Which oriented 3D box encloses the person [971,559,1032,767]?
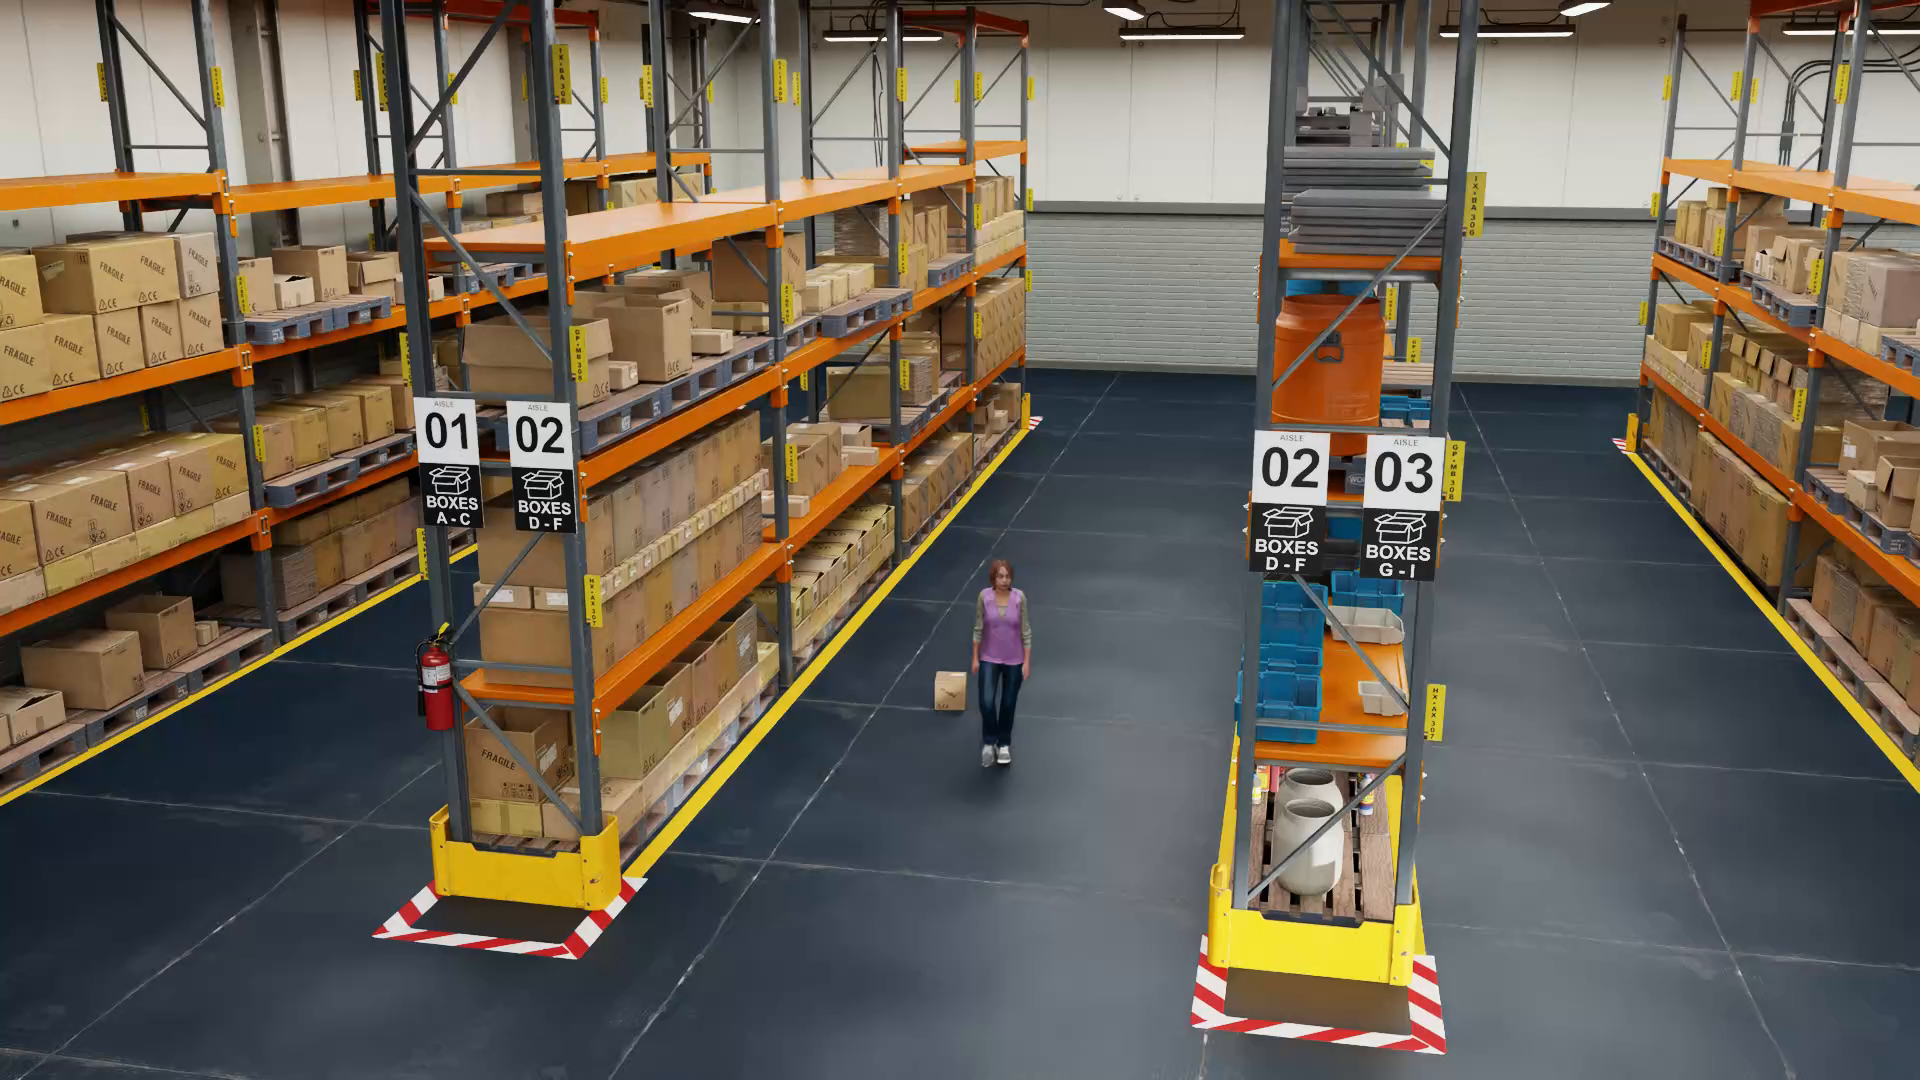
[{"bbox_3d":[0.315,0.932,12.458,0.447,1.609,0.446,-1,15,-4],"label":"person"}]
